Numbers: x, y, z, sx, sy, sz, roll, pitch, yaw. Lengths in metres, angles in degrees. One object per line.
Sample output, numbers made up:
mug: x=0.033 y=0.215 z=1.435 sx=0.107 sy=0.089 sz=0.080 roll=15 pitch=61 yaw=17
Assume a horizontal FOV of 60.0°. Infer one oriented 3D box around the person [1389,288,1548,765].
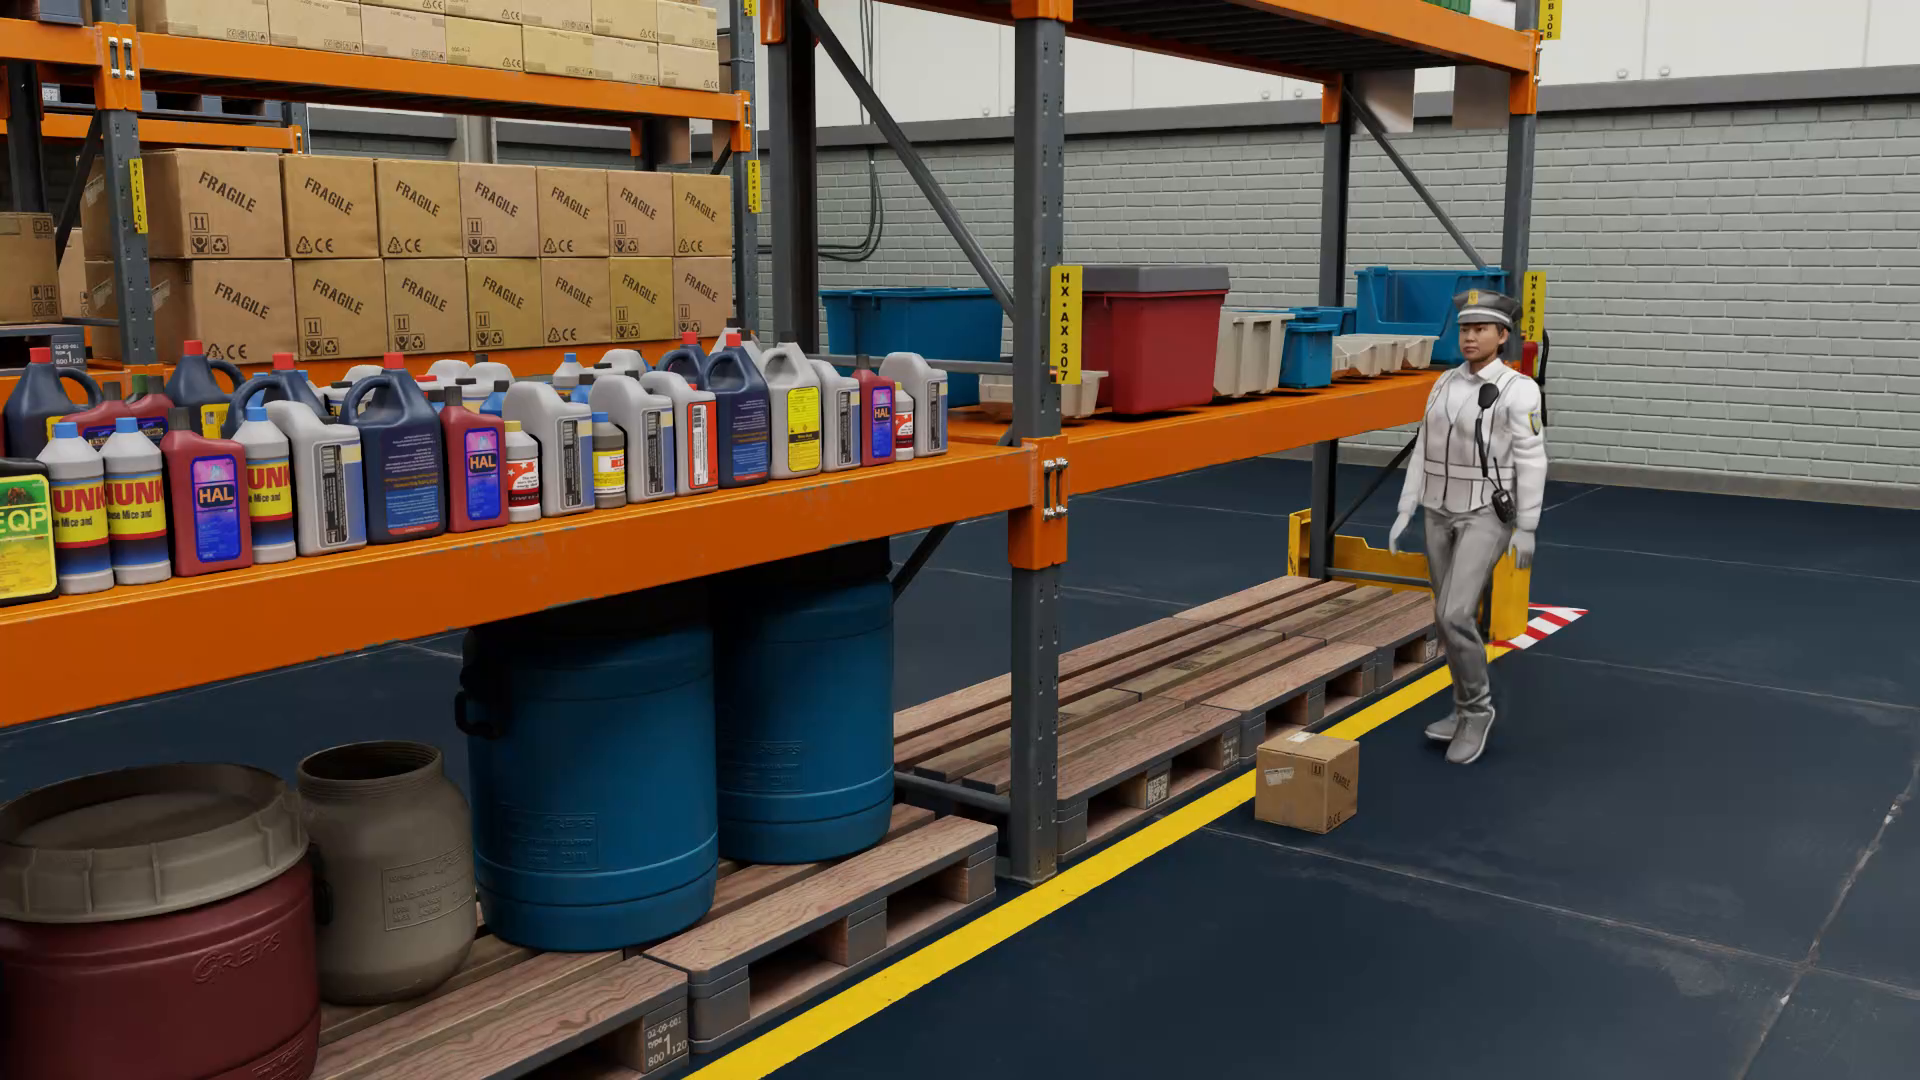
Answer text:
person: x=1.833 y=-0.048 z=6.091 sx=0.464 sy=1.731 sz=0.486 roll=-6 pitch=12 yaw=-32
